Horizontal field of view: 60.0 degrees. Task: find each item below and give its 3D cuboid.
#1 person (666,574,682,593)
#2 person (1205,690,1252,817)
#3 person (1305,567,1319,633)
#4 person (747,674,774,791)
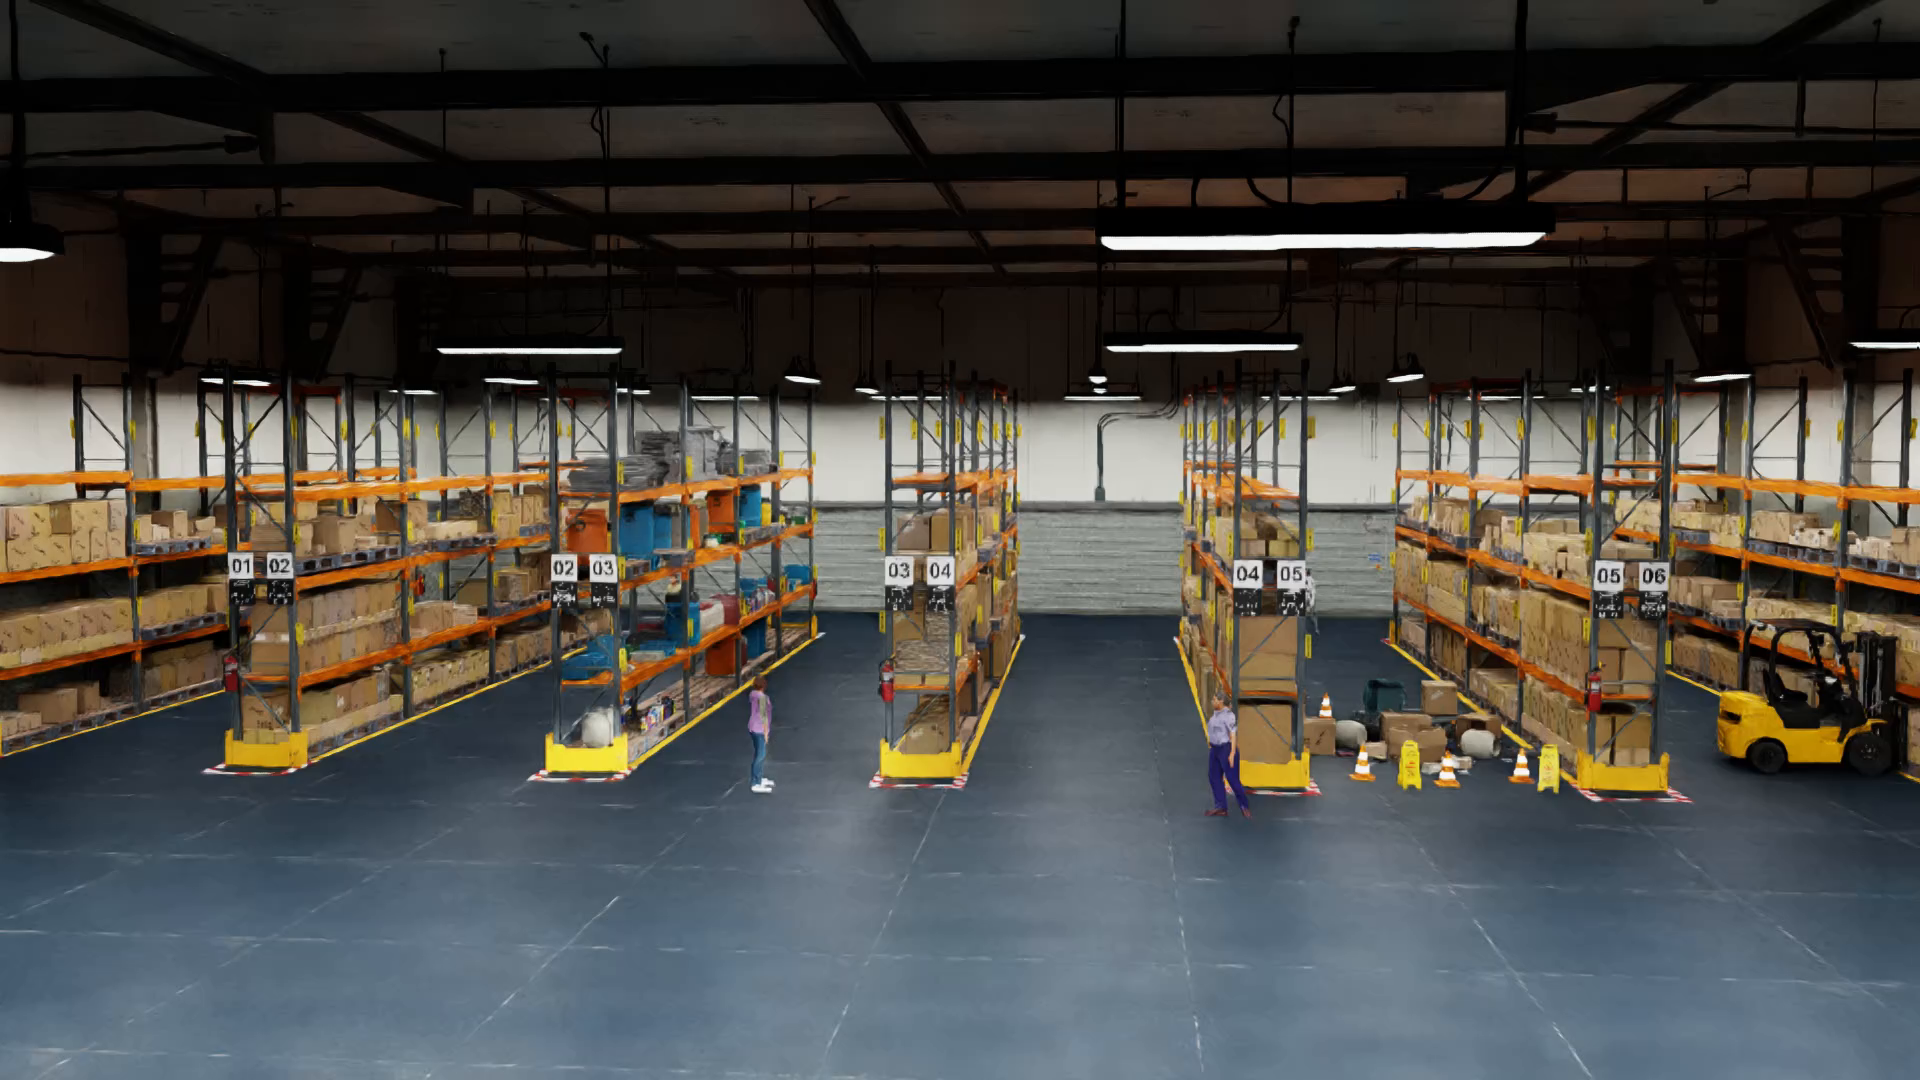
[{"bbox_3d":[-6.804,1.592,39.664,0.447,1.561,1.095,0,4,3],"label":"person"},{"bbox_3d":[3.500,2.772,21.628,0.526,1.640,0.595,-1,4,-20],"label":"person"},{"bbox_3d":[8.608,1.477,41.106,0.568,1.659,0.507,-3,5,-37],"label":"person"},{"bbox_3d":[-2.762,2.668,23.159,0.406,1.599,0.468,-2,4,-26],"label":"person"}]
